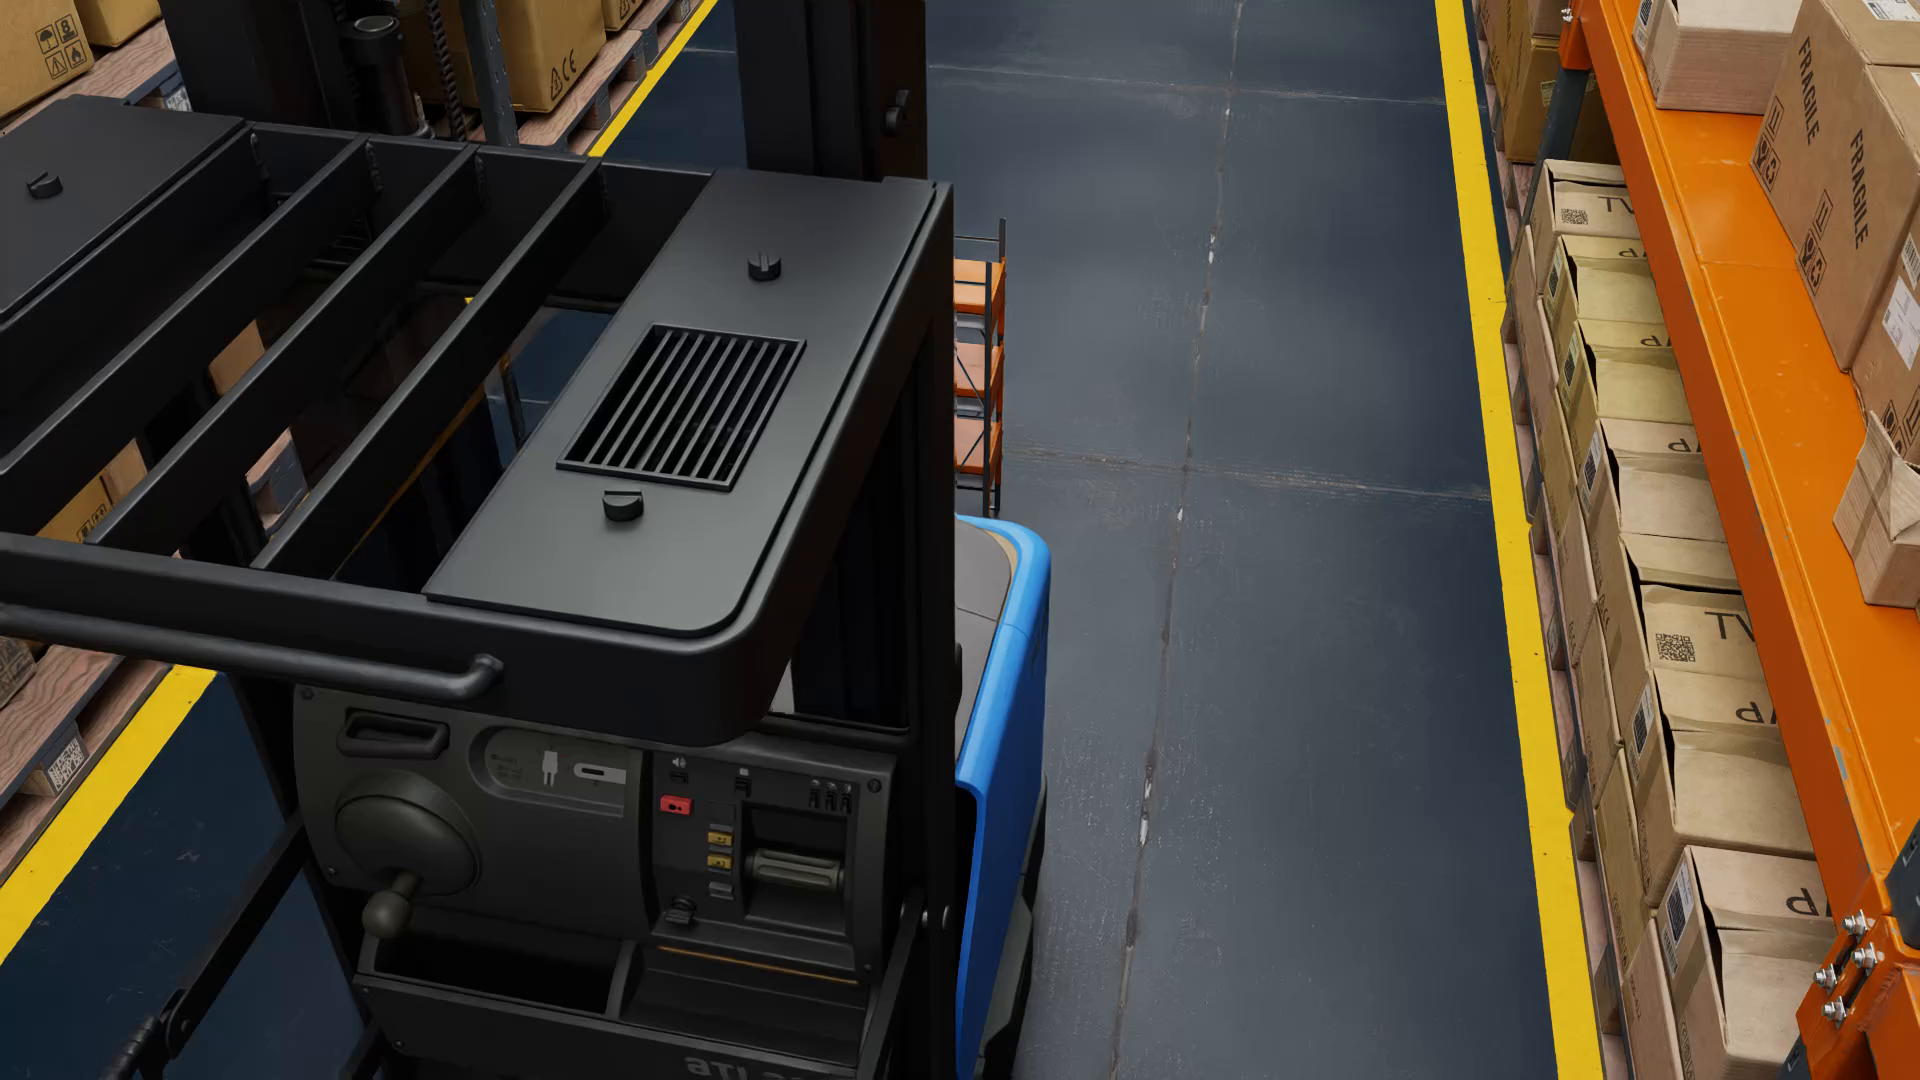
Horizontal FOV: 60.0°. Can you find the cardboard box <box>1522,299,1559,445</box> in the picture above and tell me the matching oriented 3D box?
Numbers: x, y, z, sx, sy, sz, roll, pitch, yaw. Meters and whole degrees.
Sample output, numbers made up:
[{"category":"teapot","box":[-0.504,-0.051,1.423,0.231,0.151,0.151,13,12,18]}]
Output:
[{"category":"cardboard box","box":[2.120,-0.523,5.357,0.500,0.250,0.500,5,40,6]}]

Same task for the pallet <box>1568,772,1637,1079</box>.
[{"category":"pallet","box":[1.983,1.086,3.771,1.003,0.211,1.213,6,40,8]}]

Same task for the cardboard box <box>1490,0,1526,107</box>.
[{"category":"cardboard box","box":[2.607,-2.177,7.145,0.500,0.500,0.500,5,40,6]}]

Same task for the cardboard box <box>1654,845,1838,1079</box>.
[{"category":"cardboard box","box":[1.682,0.874,3.228,0.500,0.311,0.500,6,40,8]}]

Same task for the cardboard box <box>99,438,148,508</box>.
[{"category":"cardboard box","box":[-2.707,-0.382,4.974,0.700,0.500,0.500,7,40,8]}]

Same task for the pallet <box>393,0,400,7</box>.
[{"category":"pallet","box":[-2.312,-2.044,5.518,1.213,0.211,1.003,6,40,8]}]

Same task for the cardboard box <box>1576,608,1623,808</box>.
[{"category":"cardboard box","box":[1.858,0.445,4.186,0.500,0.250,0.500,7,40,9]}]

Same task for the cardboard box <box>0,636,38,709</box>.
[{"category":"cardboard box","box":[-2.875,0.264,4.193,0.700,0.500,0.500,8,40,9]}]

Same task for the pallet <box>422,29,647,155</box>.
[{"category":"pallet","box":[-2.083,-1.988,7.489,1.003,0.211,1.213,6,40,8]}]

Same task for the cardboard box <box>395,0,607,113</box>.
[{"category":"cardboard box","box":[-2.037,-2.357,7.104,0.750,0.750,0.750,6,40,7]}]

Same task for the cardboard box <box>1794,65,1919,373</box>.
[{"category":"cardboard box","box":[2.221,-0.686,3.647,0.500,0.500,0.500,6,40,8]}]

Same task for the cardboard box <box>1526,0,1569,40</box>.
[{"category":"cardboard box","box":[2.522,-2.177,6.557,0.500,0.250,0.500,8,40,9]}]

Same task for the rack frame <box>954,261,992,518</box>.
[{"category":"rack frame","box":[-0.012,-0.362,4.863,0.200,1.050,0.008,6,40,8]}]

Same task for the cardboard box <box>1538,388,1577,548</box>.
[{"category":"cardboard box","box":[2.036,-0.196,4.961,0.500,0.250,0.500,5,40,6]}]

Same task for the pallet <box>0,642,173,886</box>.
[{"category":"pallet","box":[-2.852,0.520,4.456,1.003,0.211,1.213,6,40,8]}]

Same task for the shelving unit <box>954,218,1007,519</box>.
[{"category":"shelving unit","box":[0.009,-0.438,4.956,0.215,1.050,0.252,6,40,8]}]

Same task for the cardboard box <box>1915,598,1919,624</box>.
[{"category":"cardboard box","box":[1.936,0.222,2.746,0.500,0.250,0.500,9,40,10]}]

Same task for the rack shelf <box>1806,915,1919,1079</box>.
[{"category":"rack shelf","box":[1.548,2.010,1.029,1.077,0.370,4.000,6,40,8]}]

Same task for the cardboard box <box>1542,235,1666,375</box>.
[{"category":"cardboard box","box":[2.124,-0.724,5.160,0.500,0.311,0.500,5,40,7]}]

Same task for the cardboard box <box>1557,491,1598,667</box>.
[{"category":"cardboard box","box":[1.947,0.126,4.572,0.500,0.250,0.500,7,40,9]}]

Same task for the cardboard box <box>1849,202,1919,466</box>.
[{"category":"cardboard box","box":[2.134,-0.372,3.267,0.500,0.500,0.500,9,40,11]}]

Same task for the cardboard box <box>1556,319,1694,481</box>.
[{"category":"cardboard box","box":[2.033,-0.404,4.773,0.500,0.311,0.500,5,40,6]}]

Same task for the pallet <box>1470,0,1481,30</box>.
[{"category":"pallet","box":[3.175,-2.954,8.657,1.003,0.211,1.213,6,40,8]}]

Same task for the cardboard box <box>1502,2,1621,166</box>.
[{"category":"cardboard box","box":[2.517,-1.852,6.752,0.500,0.500,0.500,8,40,9]}]

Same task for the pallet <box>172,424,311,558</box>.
[{"category":"pallet","box":[-2.644,-0.248,5.385,1.003,0.211,1.213,6,40,8]}]

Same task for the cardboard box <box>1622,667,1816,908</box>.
[{"category":"cardboard box","box":[1.766,0.546,3.623,0.500,0.311,0.500,7,40,9]}]

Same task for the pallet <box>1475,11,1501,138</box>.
[{"category":"pallet","box":[2.966,-2.186,7.728,1.003,0.211,1.213,6,40,8]}]

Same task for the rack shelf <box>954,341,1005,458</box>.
[{"category":"rack shelf","box":[0.009,-0.430,4.963,0.215,0.259,0.240,6,40,8]}]

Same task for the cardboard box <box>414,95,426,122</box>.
[{"category":"cardboard box","box":[-2.367,-1.325,6.115,0.700,0.500,0.500,7,40,8]}]

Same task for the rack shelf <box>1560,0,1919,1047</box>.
[{"category":"rack shelf","box":[2.240,-0.500,4.066,1.077,0.370,4.000,6,40,8]}]

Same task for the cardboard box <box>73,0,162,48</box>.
[{"category":"cardboard box","box":[-2.559,-1.704,4.534,0.700,0.500,0.500,6,40,8]}]

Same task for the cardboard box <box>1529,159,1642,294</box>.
[{"category":"cardboard box","box":[2.206,-1.055,5.560,0.500,0.311,0.500,8,40,9]}]

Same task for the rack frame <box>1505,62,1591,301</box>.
[{"category":"rack frame","box":[2.586,-2.033,5.355,1.000,3.000,0.127,6,40,8]}]

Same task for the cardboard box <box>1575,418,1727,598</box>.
[{"category":"cardboard box","box":[1.945,-0.082,4.383,0.500,0.311,0.500,6,40,7]}]

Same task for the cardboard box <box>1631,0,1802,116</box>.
[{"category":"cardboard box","box":[2.241,-1.458,4.730,0.500,0.311,0.500,6,40,7]}]

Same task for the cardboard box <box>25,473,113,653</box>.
[{"category":"cardboard box","box":[-2.835,-0.066,4.592,0.700,0.500,0.500,6,40,7]}]

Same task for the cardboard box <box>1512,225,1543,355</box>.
[{"category":"cardboard box","box":[2.206,-0.839,5.739,0.500,0.250,0.500,6,40,8]}]

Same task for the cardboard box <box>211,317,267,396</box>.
[{"category":"cardboard box","box":[-2.628,-0.700,5.359,0.700,0.500,0.500,6,40,7]}]

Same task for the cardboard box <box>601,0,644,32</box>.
[{"category":"cardboard box","box":[-1.879,-2.906,7.768,0.750,0.750,0.750,6,40,7]}]

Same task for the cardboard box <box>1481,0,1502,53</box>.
[{"category":"cardboard box","box":[2.691,-2.507,7.544,0.500,0.500,0.500,5,40,6]}]

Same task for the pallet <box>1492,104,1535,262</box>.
[{"category":"pallet","box":[2.753,-1.422,6.805,1.003,0.211,1.213,6,40,8]}]

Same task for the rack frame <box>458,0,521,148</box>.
[{"category":"rack frame","box":[-2.293,-2.577,6.012,1.000,3.000,0.127,6,40,8]}]

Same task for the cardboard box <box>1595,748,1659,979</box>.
[{"category":"cardboard box","box":[1.770,0.766,3.798,0.500,0.250,0.500,6,40,7]}]

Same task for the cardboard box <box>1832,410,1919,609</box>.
[{"category":"cardboard box","box":[1.865,-0.043,3.053,0.396,0.266,0.258,5,40,7]}]

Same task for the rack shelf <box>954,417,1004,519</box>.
[{"category":"rack shelf","box":[0.009,-0.216,5.140,0.215,0.259,0.240,6,40,8]}]

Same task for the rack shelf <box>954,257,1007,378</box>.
[{"category":"rack shelf","box":[0.009,-0.649,4.782,0.215,0.259,0.240,6,40,8]}]

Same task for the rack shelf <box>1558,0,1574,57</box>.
[{"category":"rack shelf","box":[2.932,-3.011,7.102,1.077,0.370,4.000,6,40,8]}]

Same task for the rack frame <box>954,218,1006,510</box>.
[{"category":"rack frame","box":[0.030,-0.515,5.049,0.200,1.050,0.008,6,40,8]}]

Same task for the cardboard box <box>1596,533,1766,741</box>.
[{"category":"cardboard box","box":[1.854,0.233,4.002,0.500,0.311,0.500,6,40,8]}]

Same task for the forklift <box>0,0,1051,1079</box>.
[{"category":"forklift","box":[-0.600,0.519,2.322,1.130,2.935,3.031,8,40,9]}]

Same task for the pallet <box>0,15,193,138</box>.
[{"category":"pallet","box":[-2.596,-1.256,4.565,1.003,0.211,1.213,6,40,8]}]

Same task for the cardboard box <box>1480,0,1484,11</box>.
[{"category":"cardboard box","box":[2.779,-2.824,7.928,0.500,0.500,0.500,7,40,8]}]

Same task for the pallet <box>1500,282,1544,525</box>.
[{"category":"pallet","box":[2.405,-0.446,5.623,1.003,0.211,1.213,6,40,8]}]

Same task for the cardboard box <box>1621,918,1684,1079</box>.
[{"category":"cardboard box","box":[1.680,1.083,3.414,0.500,0.250,0.500,6,40,7]}]

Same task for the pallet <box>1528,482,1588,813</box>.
[{"category":"pallet","box":[2.192,0.318,4.700,1.003,0.211,1.213,6,40,8]}]

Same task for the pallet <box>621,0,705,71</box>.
[{"category":"pallet","box":[-1.869,-2.752,8.413,1.003,0.211,1.213,6,40,8]}]

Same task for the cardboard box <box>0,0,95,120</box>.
[{"category":"cardboard box","box":[-2.677,-1.357,4.113,0.700,0.500,0.500,12,41,14]}]

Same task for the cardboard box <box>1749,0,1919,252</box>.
[{"category":"cardboard box","box":[2.312,-1.016,4.047,0.500,0.500,0.500,4,40,5]}]
